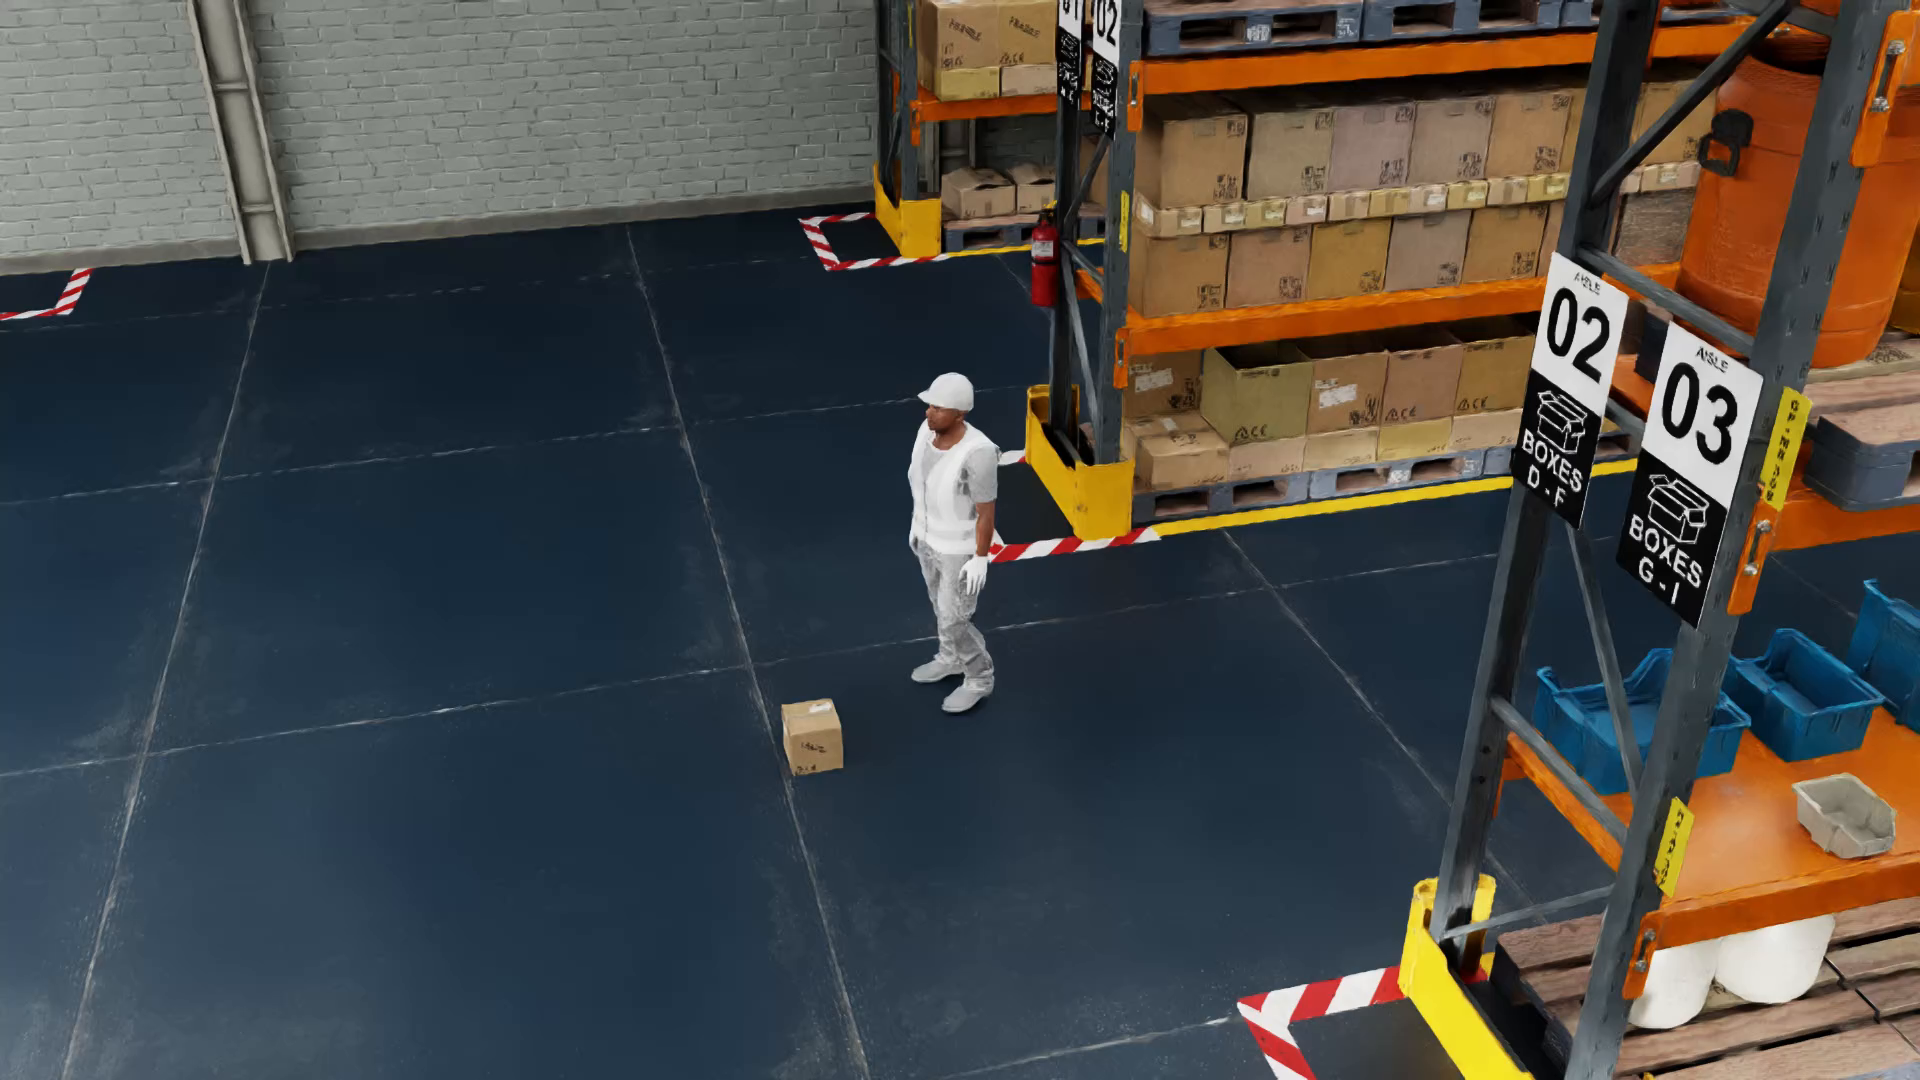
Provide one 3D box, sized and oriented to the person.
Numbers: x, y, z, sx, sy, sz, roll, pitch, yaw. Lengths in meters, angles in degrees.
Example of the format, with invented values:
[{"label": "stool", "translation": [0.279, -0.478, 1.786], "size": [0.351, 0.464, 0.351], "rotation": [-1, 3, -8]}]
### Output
[{"label": "person", "translation": [-0.035, 0.000, 8.180], "size": [0.356, 1.784, 0.612], "rotation": [-20, 35, -30]}]
